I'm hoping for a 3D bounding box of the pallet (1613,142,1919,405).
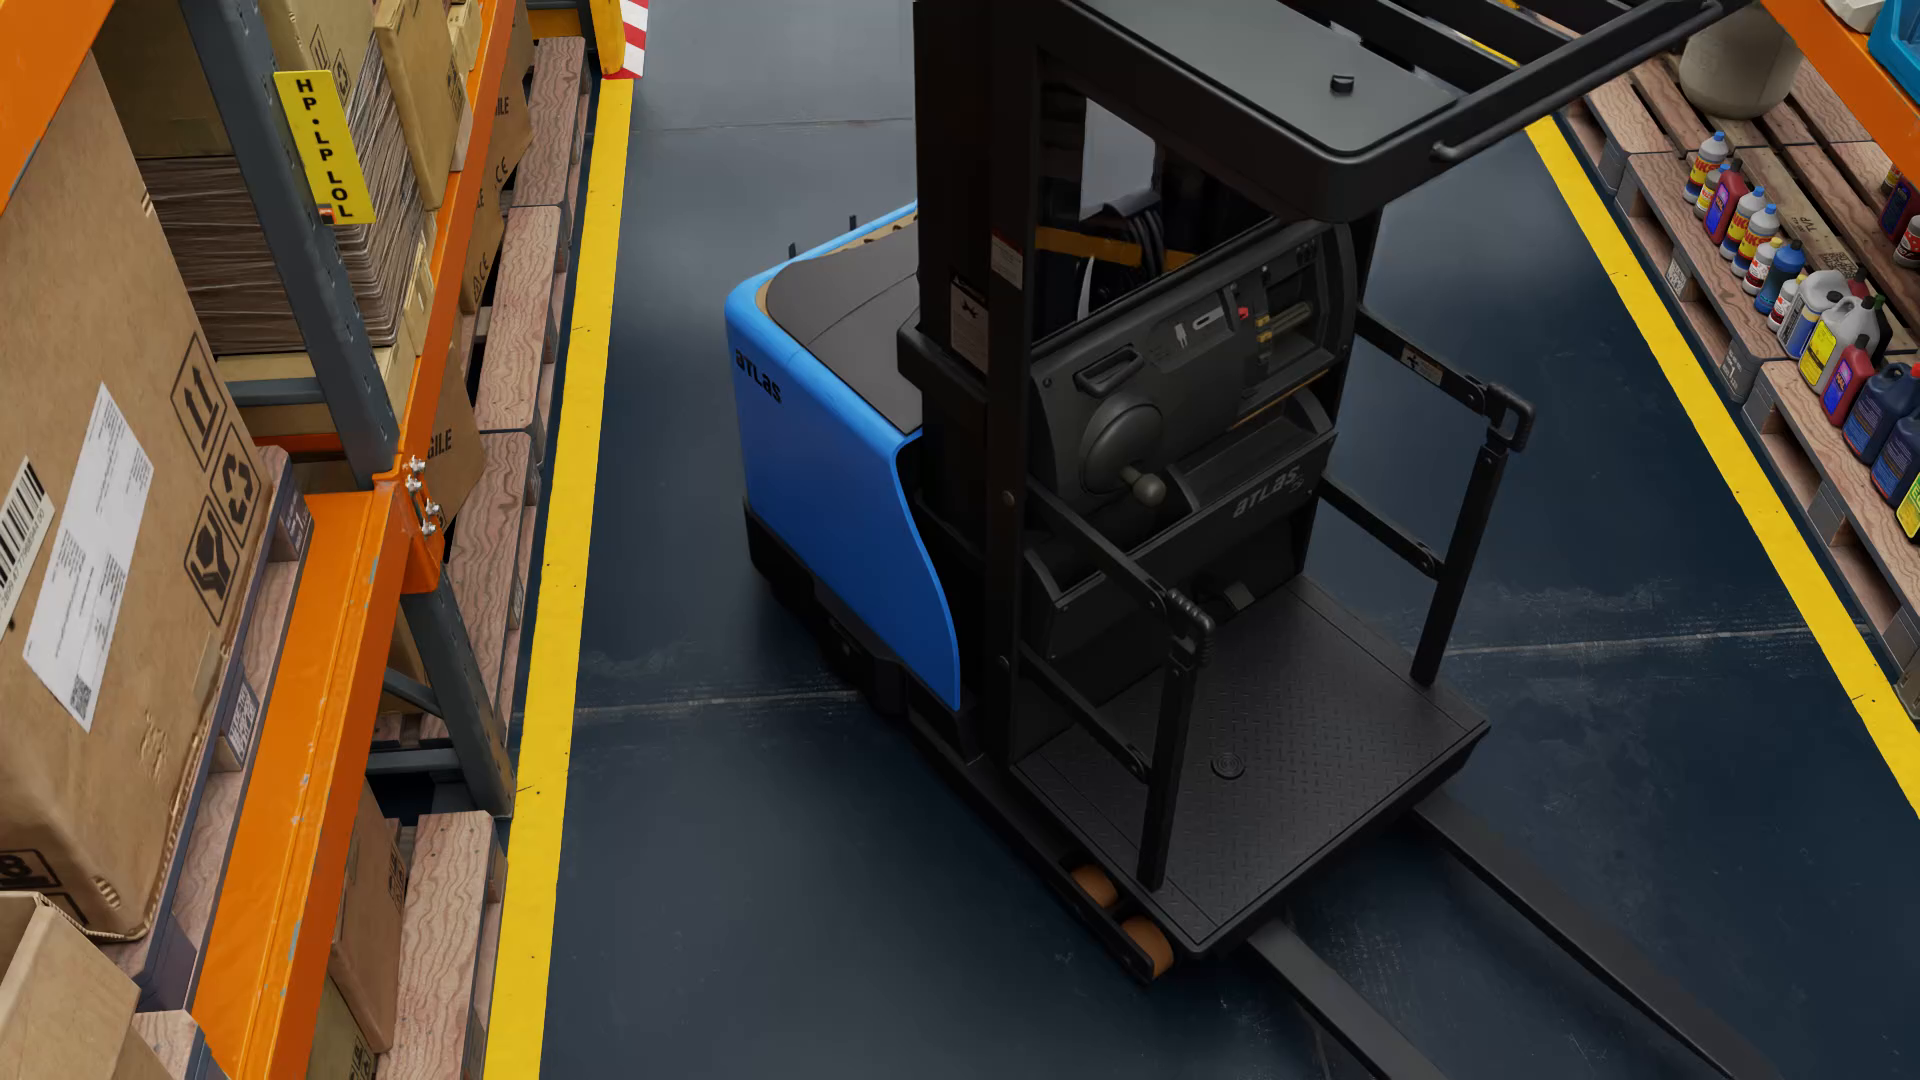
[{"bbox_3d":[3.095,-1.000,6.051,1.003,0.211,1.213,-3,47,-3],"label":"pallet"}]

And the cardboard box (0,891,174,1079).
[{"bbox_3d":[-1.484,0.784,2.081,0.797,0.503,0.637,1,47,1],"label":"cardboard box"}]

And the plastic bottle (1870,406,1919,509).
[{"bbox_3d":[2.874,-0.274,4.965,0.144,0.351,0.185,-5,47,-4],"label":"plastic bottle"}]

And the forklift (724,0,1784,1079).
[{"bbox_3d":[0.671,-0.316,3.530,1.130,2.935,3.031,-30,54,-26],"label":"forklift"}]

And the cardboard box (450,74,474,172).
[{"bbox_3d":[-1.506,-1.096,4.395,0.380,0.149,0.250,-3,47,-3],"label":"cardboard box"}]

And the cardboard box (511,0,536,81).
[{"bbox_3d":[-2.020,-2.010,6.520,0.500,0.500,0.500,4,47,4],"label":"cardboard box"}]

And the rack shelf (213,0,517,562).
[{"bbox_3d":[-1.888,-1.484,5.085,1.077,0.370,4.000,-3,47,-3],"label":"rack shelf"}]

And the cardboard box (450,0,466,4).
[{"bbox_3d":[-1.846,-1.834,4.647,0.875,0.500,0.500,-3,47,-3],"label":"cardboard box"}]

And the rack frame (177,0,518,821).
[{"bbox_3d":[-1.721,-0.284,3.453,1.000,3.000,0.127,-3,47,-3],"label":"rack frame"}]

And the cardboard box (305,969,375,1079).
[{"bbox_3d":[-1.670,1.216,3.451,0.700,0.500,0.500,-4,47,-4],"label":"cardboard box"}]

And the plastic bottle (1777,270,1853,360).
[{"bbox_3d":[2.821,-0.739,5.457,0.152,0.276,0.135,-3,47,-3],"label":"plastic bottle"}]

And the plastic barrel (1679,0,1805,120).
[{"bbox_3d":[3.053,-1.934,6.440,0.421,0.512,0.421,0,47,0],"label":"plastic barrel"}]

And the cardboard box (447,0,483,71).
[{"bbox_3d":[-1.578,-1.456,4.736,0.380,0.149,0.250,-3,47,-3],"label":"cardboard box"}]

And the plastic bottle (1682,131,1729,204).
[{"bbox_3d":[2.721,-1.362,6.050,0.097,0.271,0.097,0,47,0],"label":"plastic bottle"}]

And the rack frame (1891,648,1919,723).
[{"bbox_3d":[3.215,-0.585,3.738,1.000,3.000,0.127,-3,47,-3],"label":"rack frame"}]

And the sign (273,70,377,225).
[{"bbox_3d":[-1.168,-0.719,3.067,0.100,0.325,0.005,-3,47,-3],"label":"sign"}]

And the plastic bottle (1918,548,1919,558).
[{"bbox_3d":[2.874,-0.018,4.825,0.097,0.201,0.097,0,47,0],"label":"plastic bottle"}]

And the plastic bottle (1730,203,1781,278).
[{"bbox_3d":[2.758,-1.041,5.746,0.097,0.271,0.097,0,47,0],"label":"plastic bottle"}]

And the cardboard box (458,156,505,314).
[{"bbox_3d":[-1.902,-1.126,5.683,0.500,0.500,0.500,0,47,0],"label":"cardboard box"}]

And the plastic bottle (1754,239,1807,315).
[{"bbox_3d":[2.775,-0.895,5.608,0.097,0.271,0.097,0,47,0],"label":"plastic bottle"}]

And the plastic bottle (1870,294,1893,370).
[{"bbox_3d":[2.931,-0.648,5.366,0.061,0.283,0.133,-3,47,-3],"label":"plastic bottle"}]

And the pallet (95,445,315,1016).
[{"bbox_3d":[-1.802,0.343,2.991,1.003,0.211,1.213,-3,47,-3],"label":"pallet"}]

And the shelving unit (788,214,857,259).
[{"bbox_3d":[-0.339,-0.543,5.144,0.258,0.900,0.210,-30,54,-26],"label":"shelving unit"}]

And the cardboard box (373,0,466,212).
[{"bbox_3d":[-1.704,-1.114,3.966,0.875,0.500,0.500,-3,47,-3],"label":"cardboard box"}]

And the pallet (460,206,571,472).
[{"bbox_3d":[-1.917,-0.694,5.762,1.003,0.211,1.213,-3,47,-3],"label":"pallet"}]

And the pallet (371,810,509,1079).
[{"bbox_3d":[-1.654,1.238,3.932,1.003,0.211,1.213,-3,47,-3],"label":"pallet"}]

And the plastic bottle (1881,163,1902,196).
[{"bbox_3d":[3.471,-1.366,6.102,0.097,0.201,0.097,0,47,0],"label":"plastic bottle"}]

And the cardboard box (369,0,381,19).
[{"bbox_3d":[-1.548,-1.467,3.611,0.500,0.500,0.500,-3,47,-3],"label":"cardboard box"}]

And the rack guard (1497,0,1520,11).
[{"bbox_3d":[2.933,-2.568,7.337,1.175,0.500,0.348,-3,47,-3],"label":"rack guard"}]

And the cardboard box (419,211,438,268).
[{"bbox_3d":[-1.495,-0.733,4.051,0.380,0.149,0.250,-3,47,-3],"label":"cardboard box"}]

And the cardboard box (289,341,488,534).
[{"bbox_3d":[-1.770,-0.275,4.877,0.500,0.500,0.500,10,47,9],"label":"cardboard box"}]

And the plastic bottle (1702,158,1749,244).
[{"bbox_3d":[2.722,-1.201,5.889,0.061,0.283,0.133,-3,47,-3],"label":"plastic bottle"}]

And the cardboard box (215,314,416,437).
[{"bbox_3d":[-1.439,-0.372,3.709,0.380,0.149,0.250,-3,47,-3],"label":"cardboard box"}]

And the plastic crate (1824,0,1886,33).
[{"bbox_3d":[2.827,-1.654,4.932,0.530,0.136,0.437,-3,47,-3],"label":"plastic crate"}]

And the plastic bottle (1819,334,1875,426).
[{"bbox_3d":[2.803,-0.505,5.230,0.061,0.283,0.133,-1,47,-1],"label":"plastic bottle"}]
